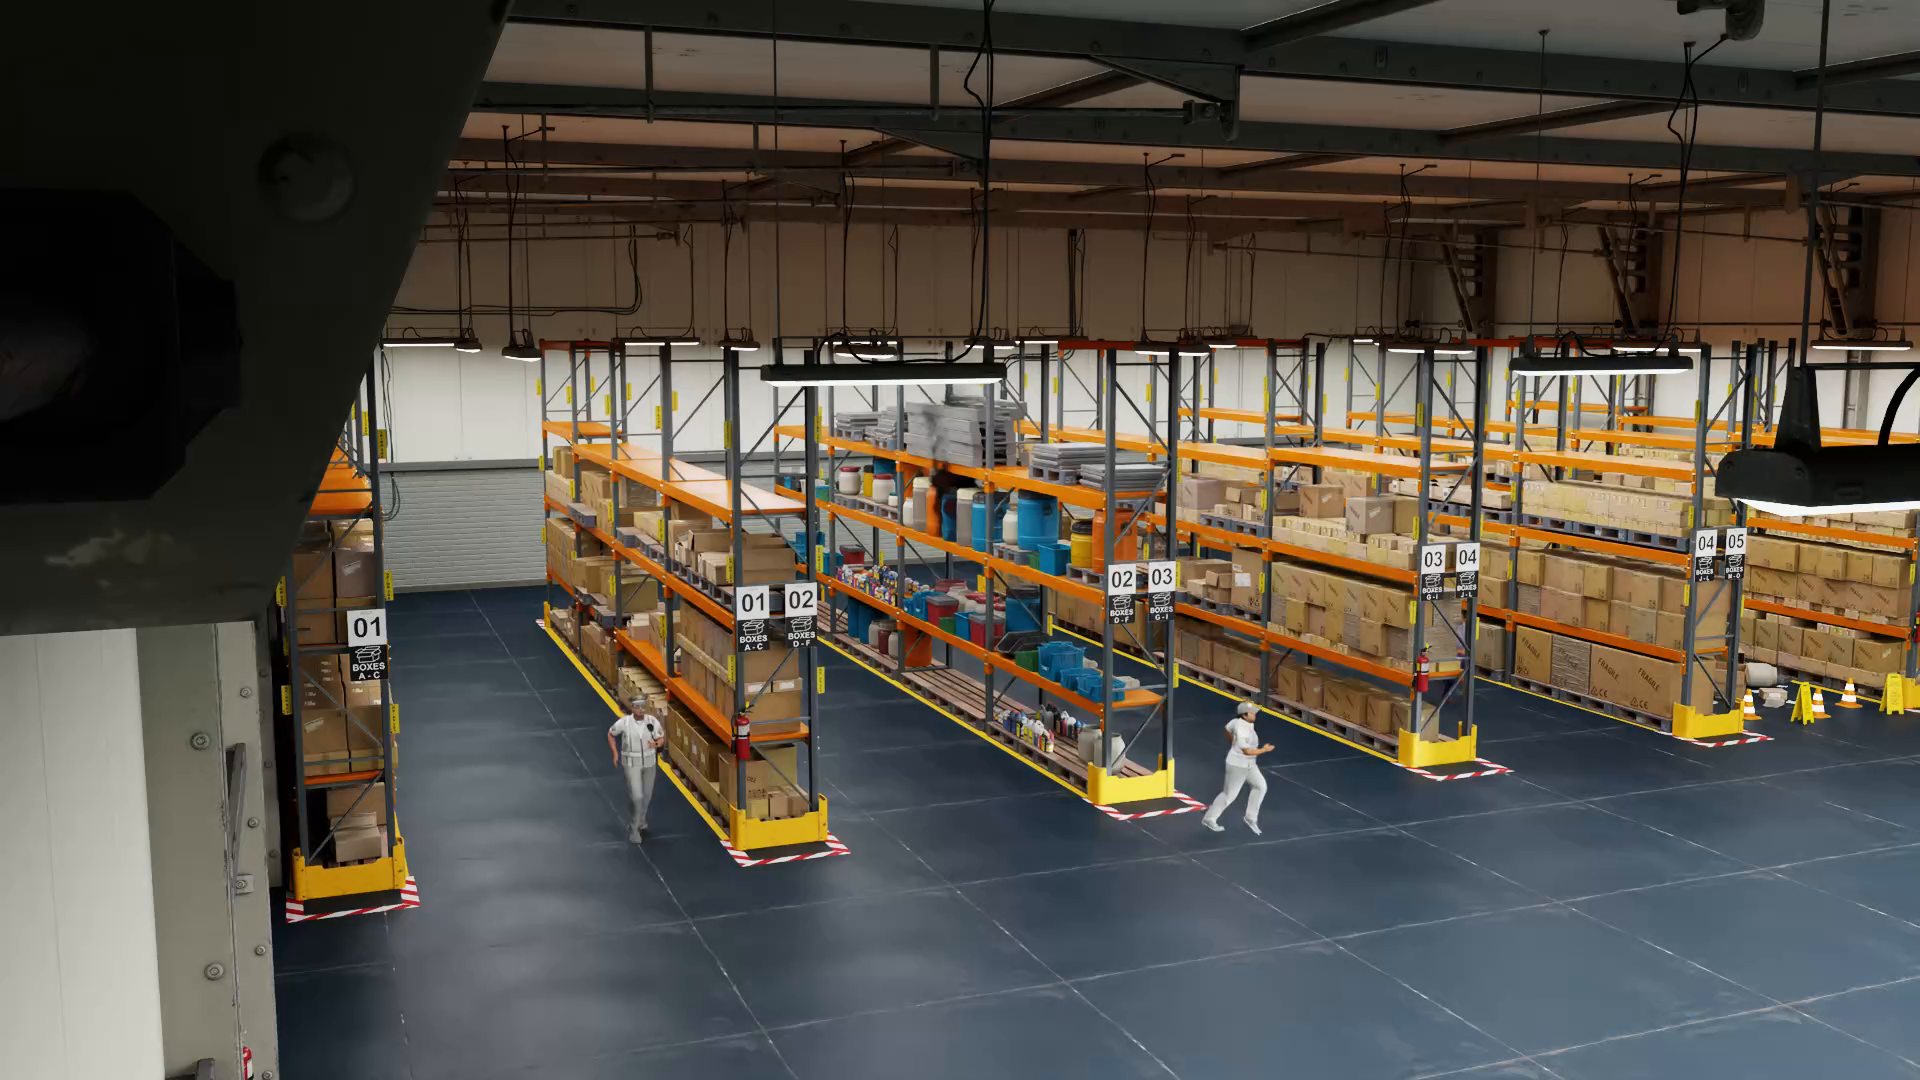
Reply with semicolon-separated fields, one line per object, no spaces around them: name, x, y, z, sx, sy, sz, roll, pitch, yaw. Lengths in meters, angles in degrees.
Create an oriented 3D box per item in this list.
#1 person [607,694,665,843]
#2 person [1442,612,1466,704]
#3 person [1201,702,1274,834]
person;-3.958;2.805;20.521;0.631;1.850;0.768;-4;8;-29
person;8.333;1.946;27.738;0.625;1.605;0.588;-4;8;-27
person;3.461;2.840;20.671;0.869;1.708;0.612;2;8;13
